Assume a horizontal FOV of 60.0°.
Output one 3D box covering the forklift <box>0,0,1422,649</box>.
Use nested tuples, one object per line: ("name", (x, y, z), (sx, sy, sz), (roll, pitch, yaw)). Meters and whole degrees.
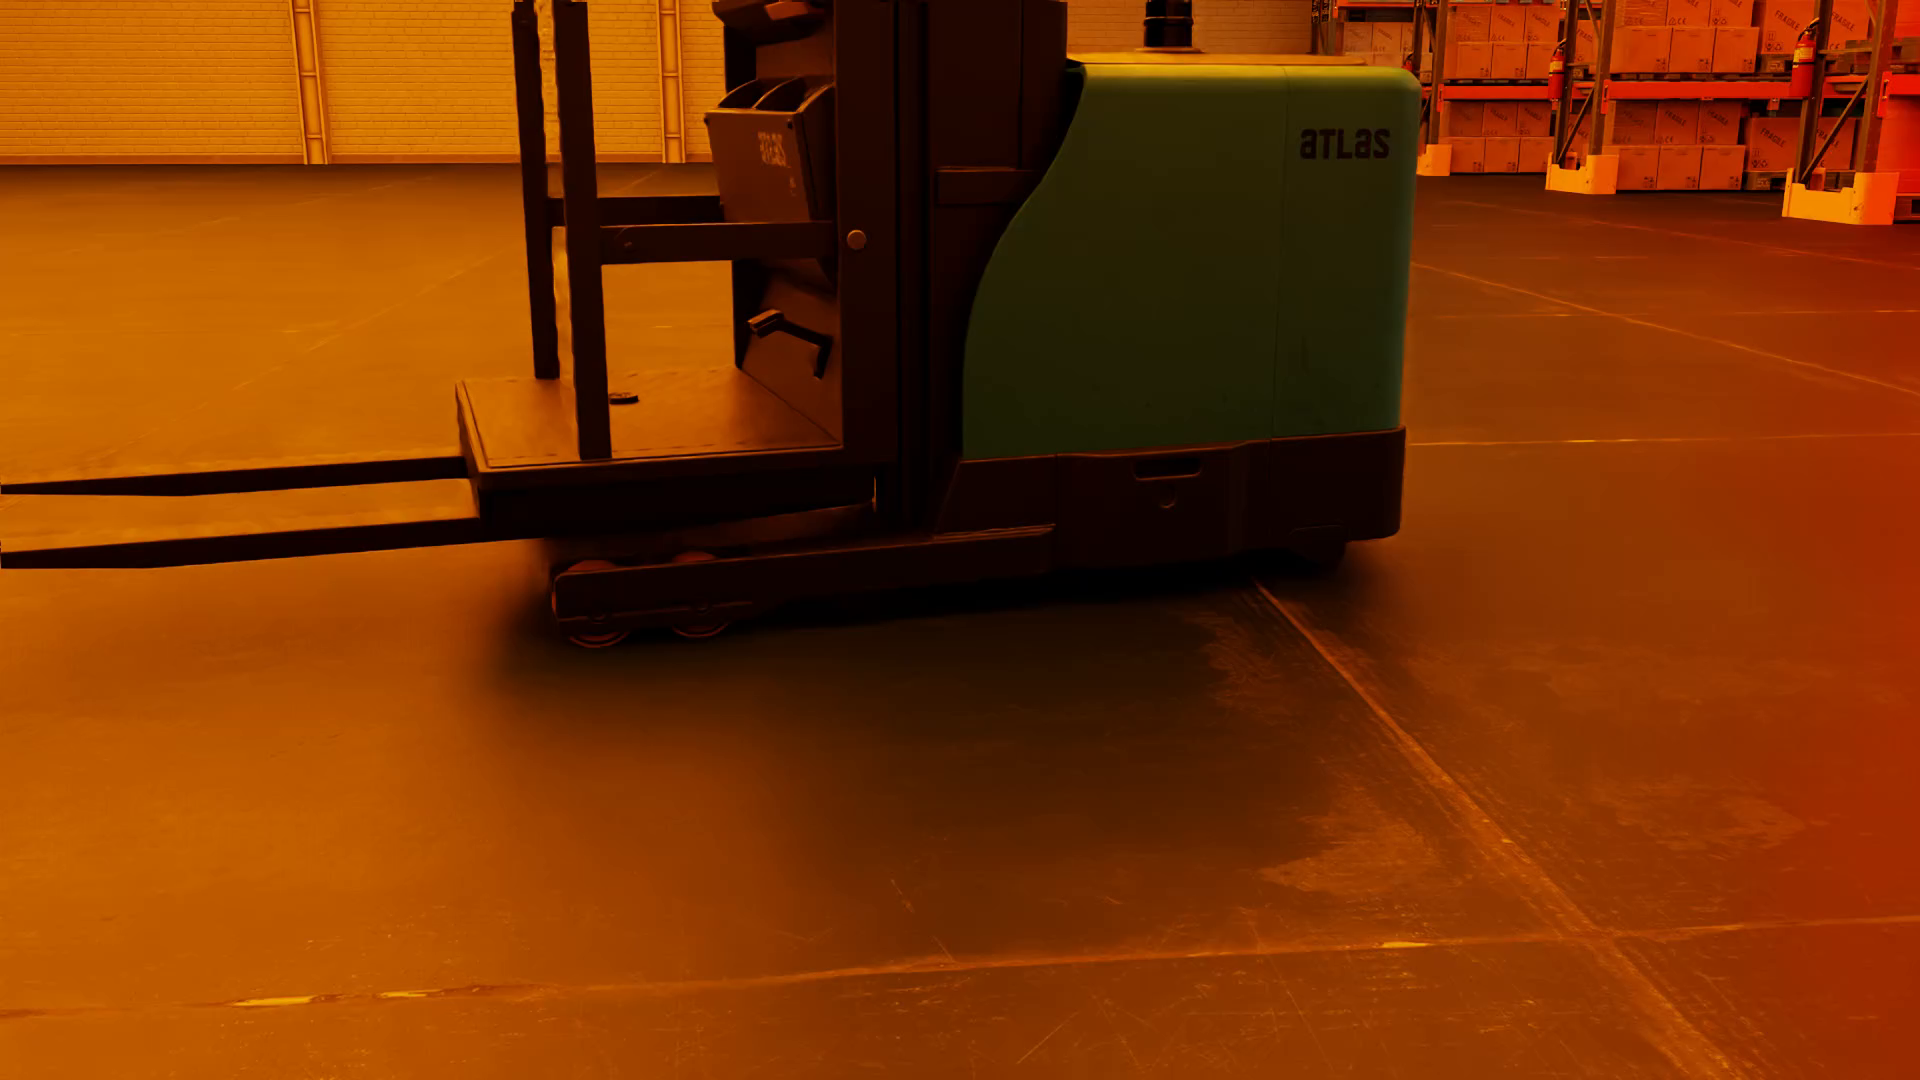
("forklift", (-0.587, -1.362, 3.353), (3.031, 2.935, 1.130), (-5, 15, -18))
